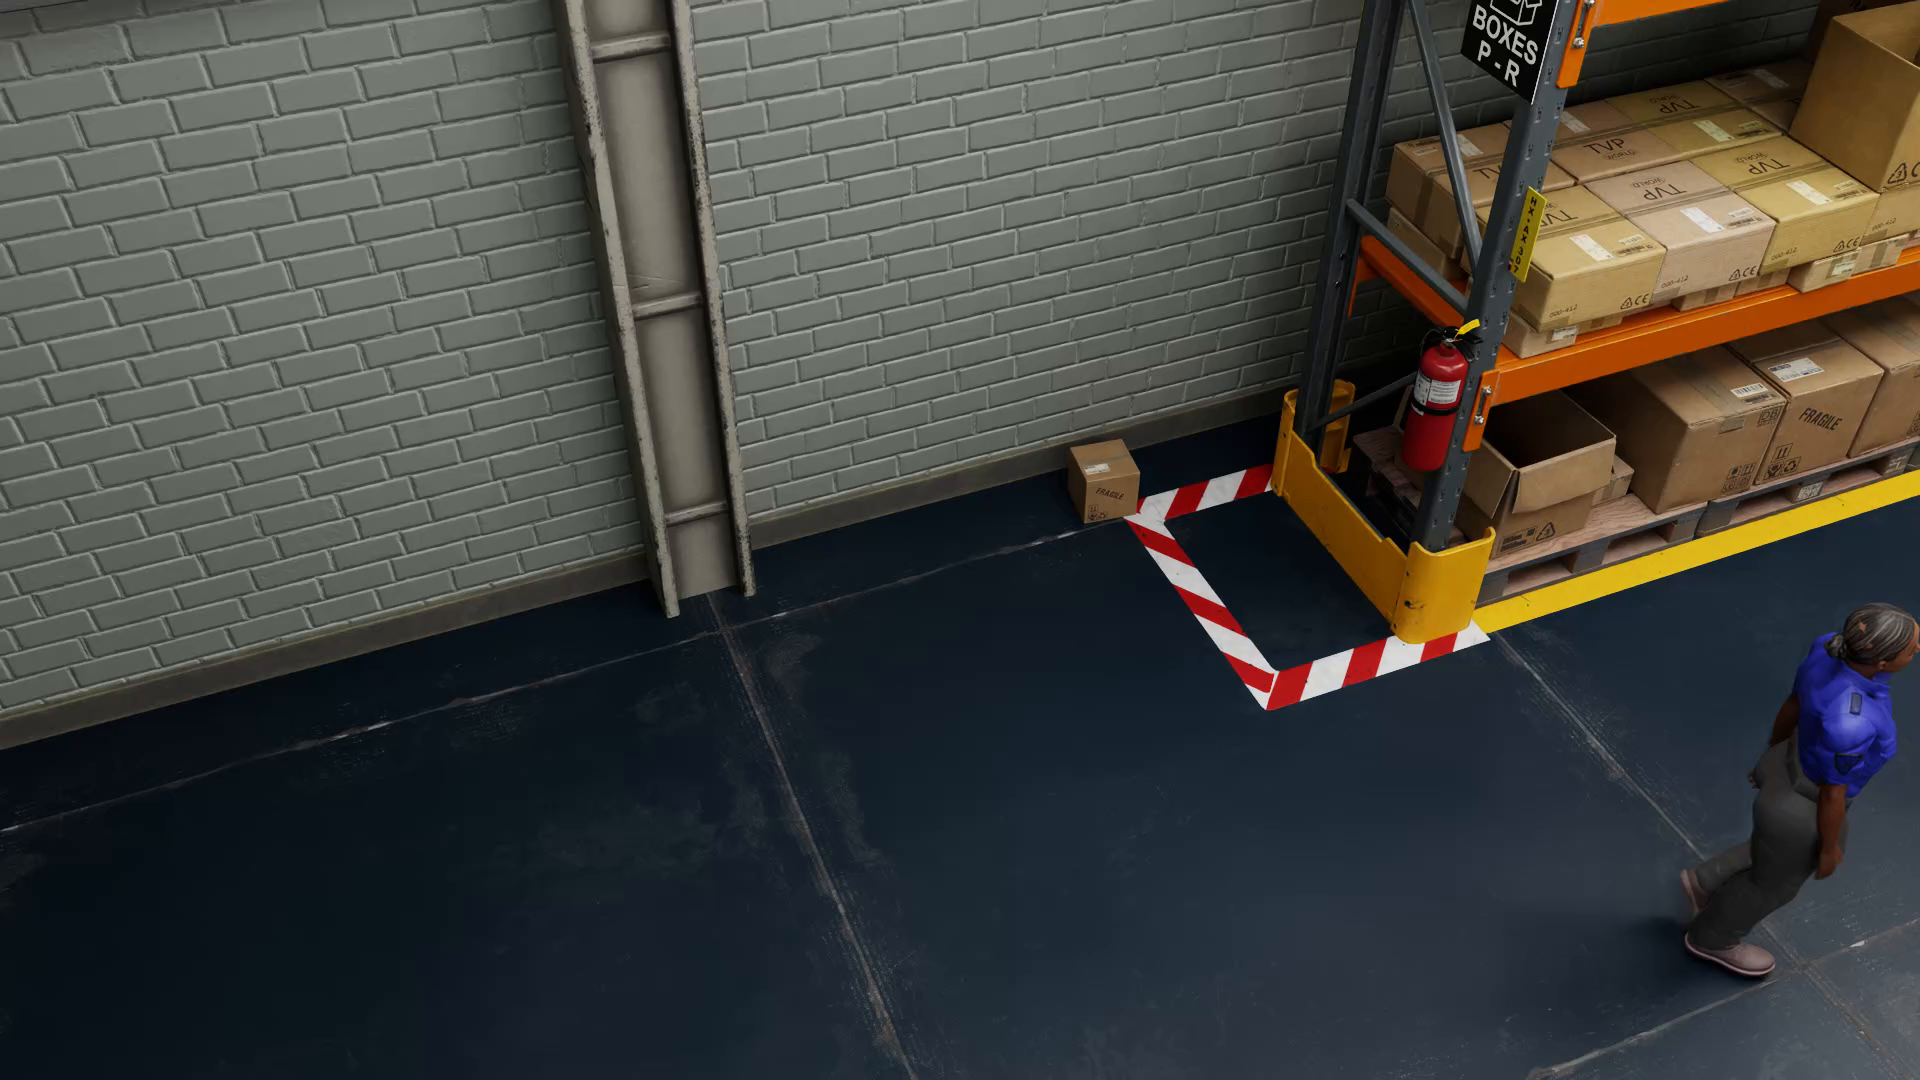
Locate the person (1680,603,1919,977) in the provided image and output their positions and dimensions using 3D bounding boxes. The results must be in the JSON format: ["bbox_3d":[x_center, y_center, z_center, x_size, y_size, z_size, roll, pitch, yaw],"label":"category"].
[{"bbox_3d":[2.671,0.817,5.241,0.438,1.666,0.439,13,44,14],"label":"person"}]
